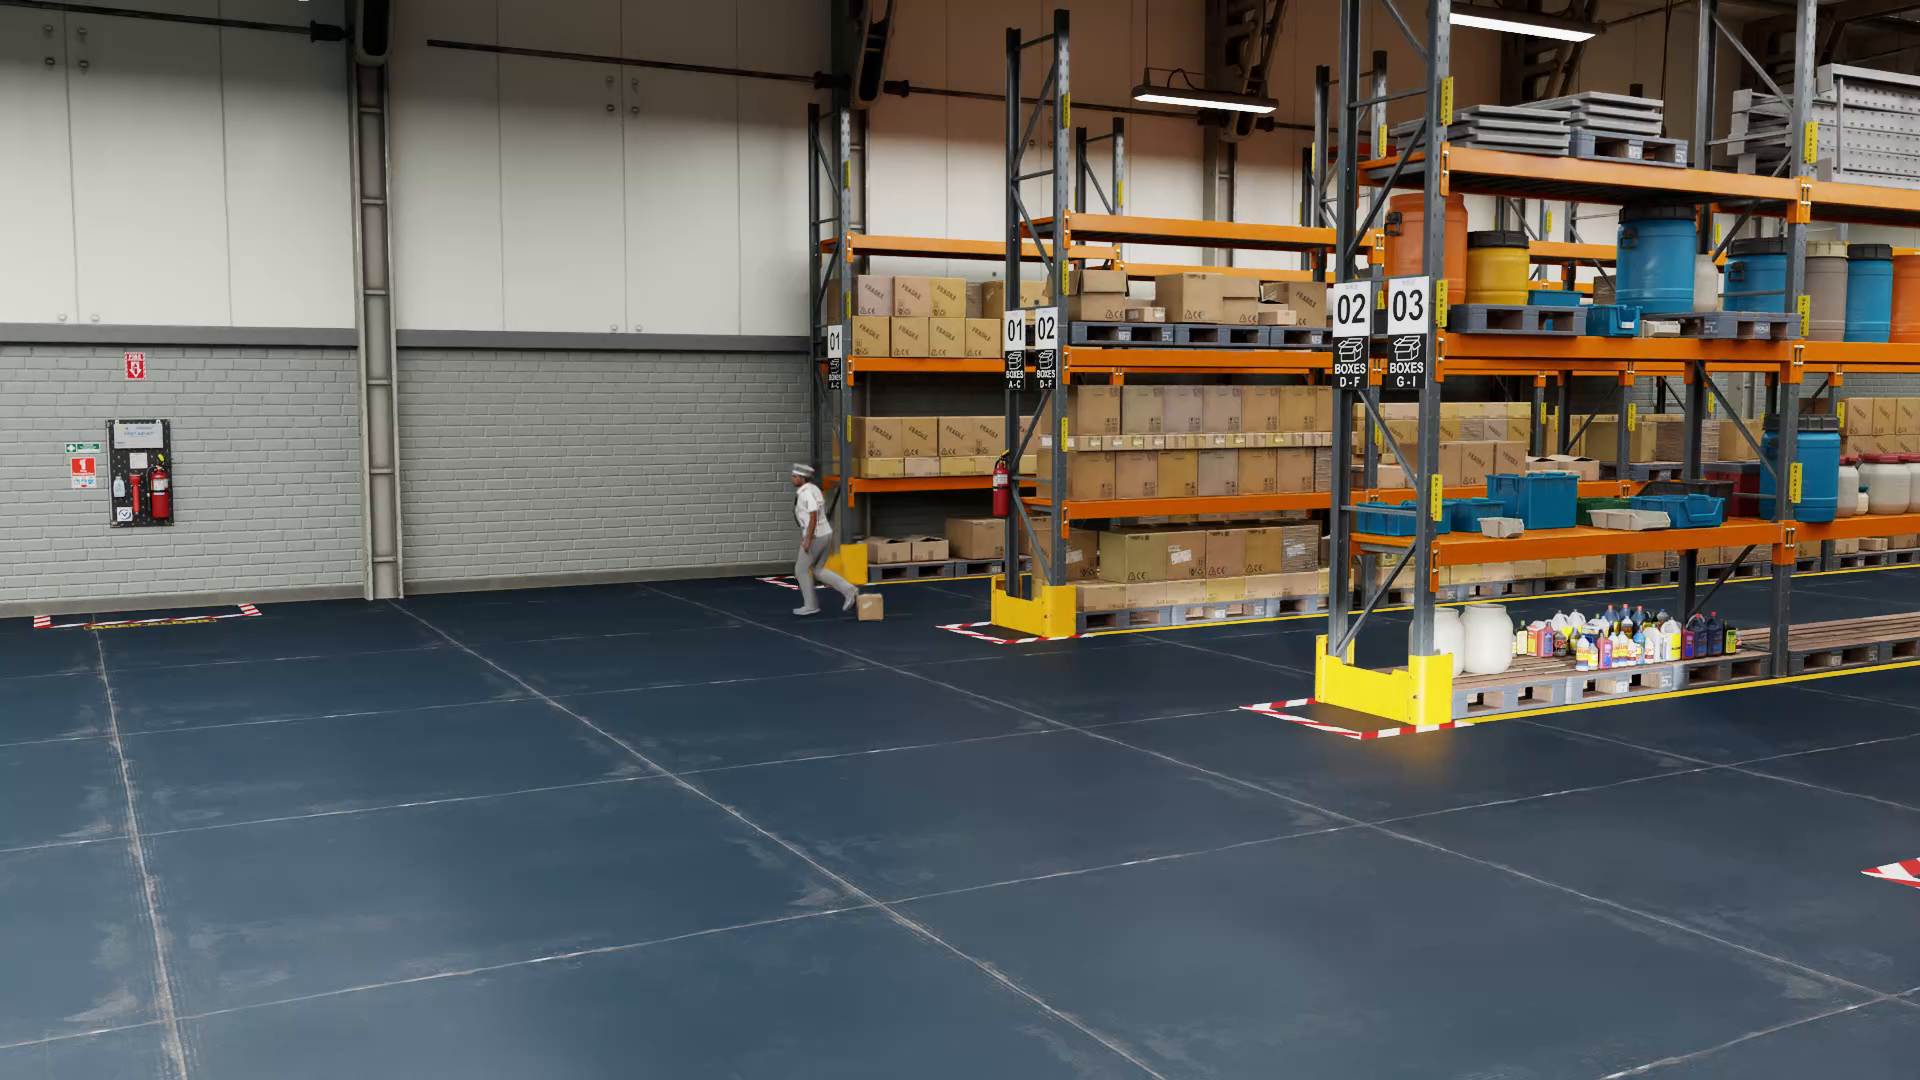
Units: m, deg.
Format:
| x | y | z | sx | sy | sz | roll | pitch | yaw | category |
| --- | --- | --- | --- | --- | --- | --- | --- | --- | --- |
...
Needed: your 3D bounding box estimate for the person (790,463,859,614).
| x | y | z | sx | sy | sz | roll | pitch | yaw | category |
| --- | --- | --- | --- | --- | --- | --- | --- | --- | --- |
| -1.457 | -0.006 | 17.780 | 0.711 | 1.644 | 0.579 | 1 | 5 | 7 | person |
